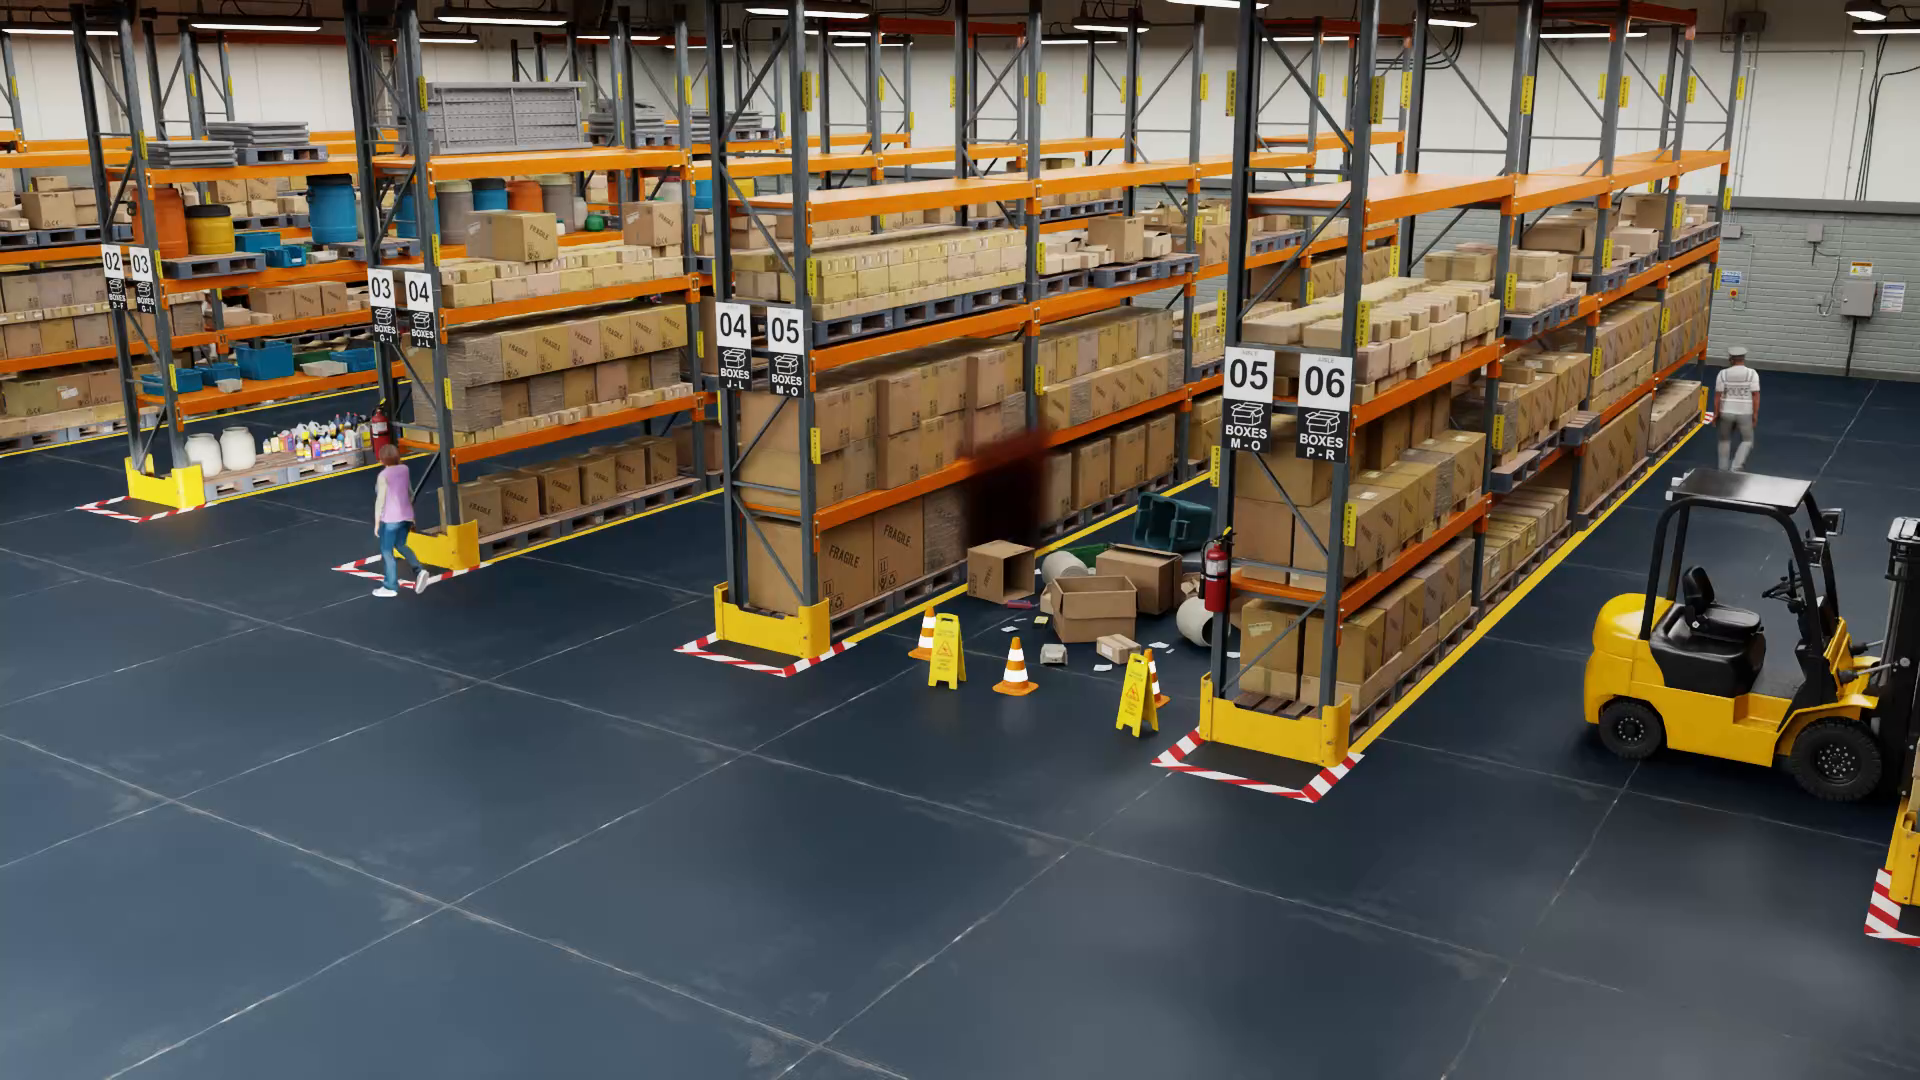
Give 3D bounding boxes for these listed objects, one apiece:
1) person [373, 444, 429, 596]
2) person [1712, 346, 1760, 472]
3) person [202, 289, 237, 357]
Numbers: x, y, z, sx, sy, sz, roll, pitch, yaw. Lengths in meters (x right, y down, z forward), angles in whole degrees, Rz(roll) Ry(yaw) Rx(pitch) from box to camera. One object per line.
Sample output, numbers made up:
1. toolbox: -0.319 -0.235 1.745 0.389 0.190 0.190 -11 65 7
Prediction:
1. person: -5.737 -0.189 16.926 0.589 1.580 0.459 8 17 25
2. person: 10.213 -1.642 21.880 0.597 1.745 0.538 8 18 27
3. person: -12.744 -3.463 28.381 0.517 1.735 0.962 6 17 22
